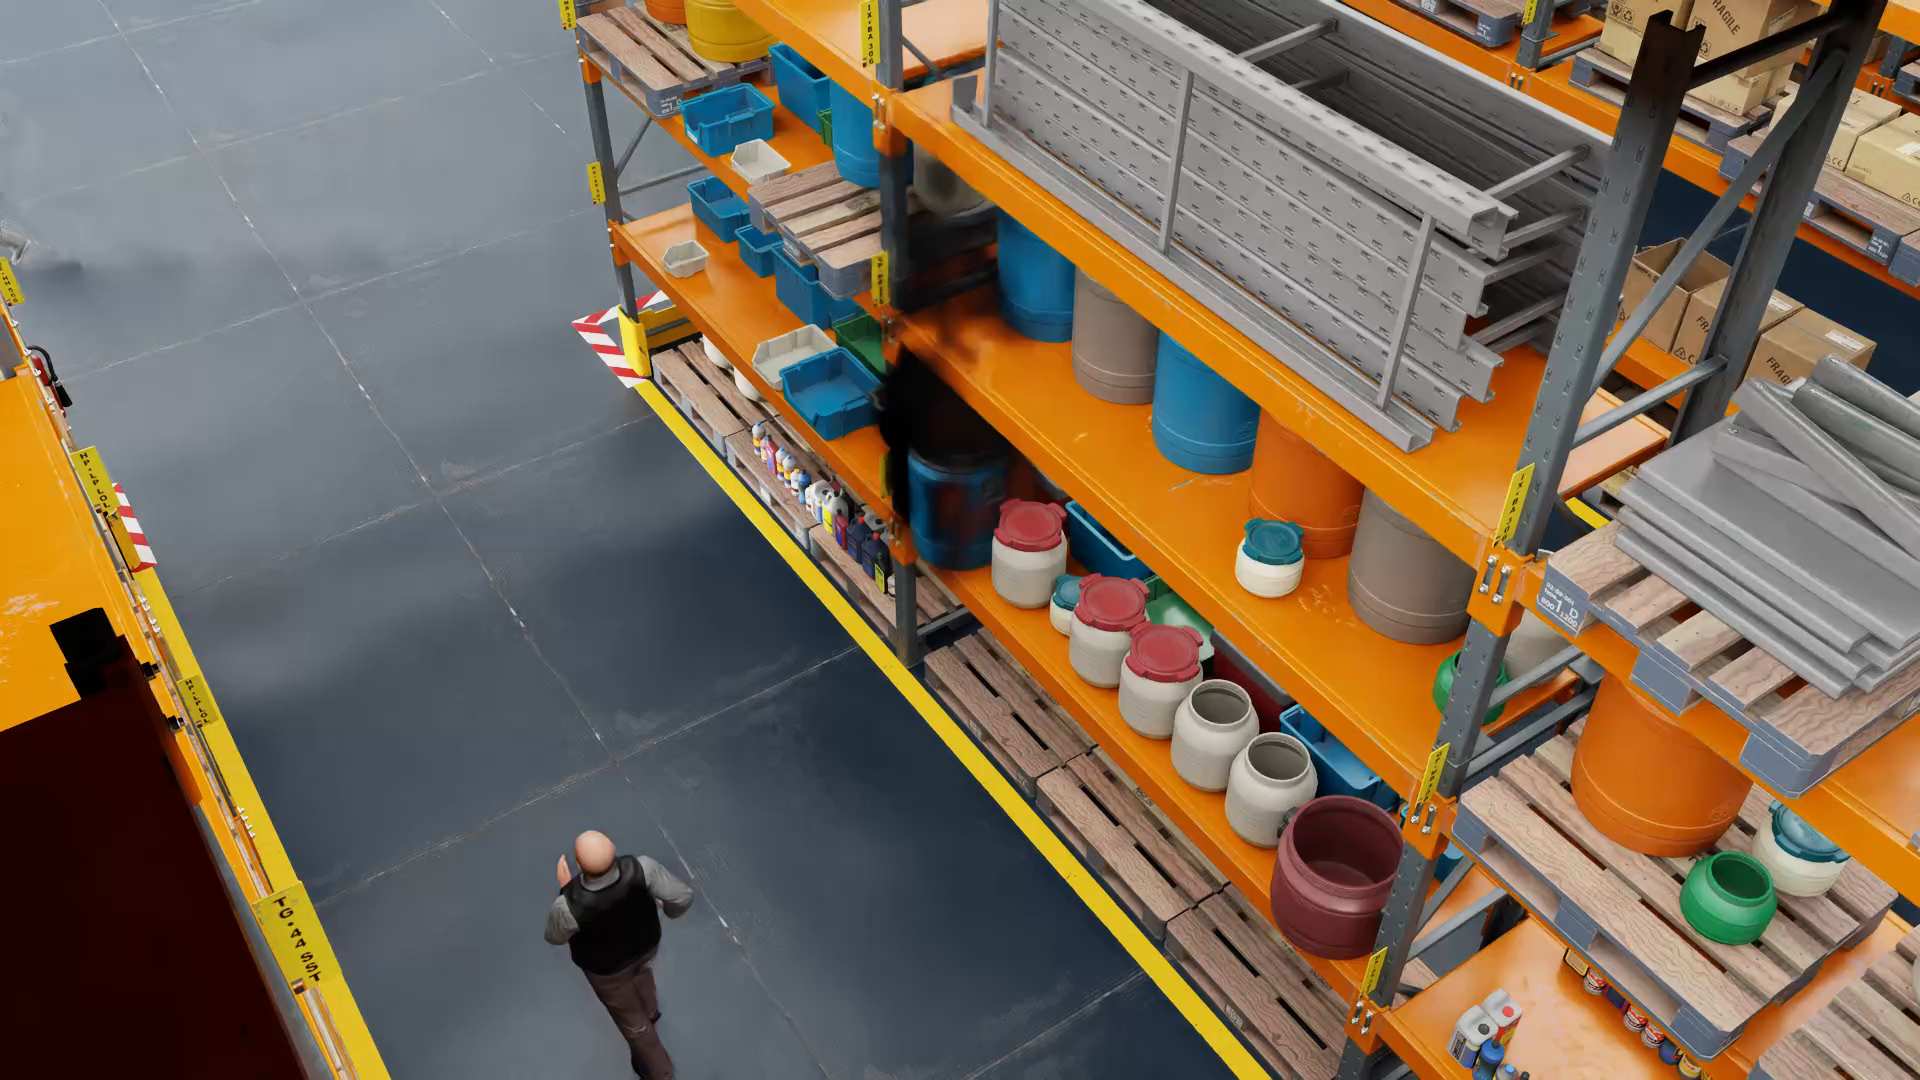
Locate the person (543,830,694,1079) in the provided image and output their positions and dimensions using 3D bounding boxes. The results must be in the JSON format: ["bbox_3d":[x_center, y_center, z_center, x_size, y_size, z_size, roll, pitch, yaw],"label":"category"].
[{"bbox_3d":[-1.637,1.967,7.975,0.624,1.839,0.724,-33,52,-31],"label":"person"}]

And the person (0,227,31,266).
[{"bbox_3d":[-8.331,-2.985,13.740,0.924,1.675,0.583,-2,43,-2],"label":"person"}]
